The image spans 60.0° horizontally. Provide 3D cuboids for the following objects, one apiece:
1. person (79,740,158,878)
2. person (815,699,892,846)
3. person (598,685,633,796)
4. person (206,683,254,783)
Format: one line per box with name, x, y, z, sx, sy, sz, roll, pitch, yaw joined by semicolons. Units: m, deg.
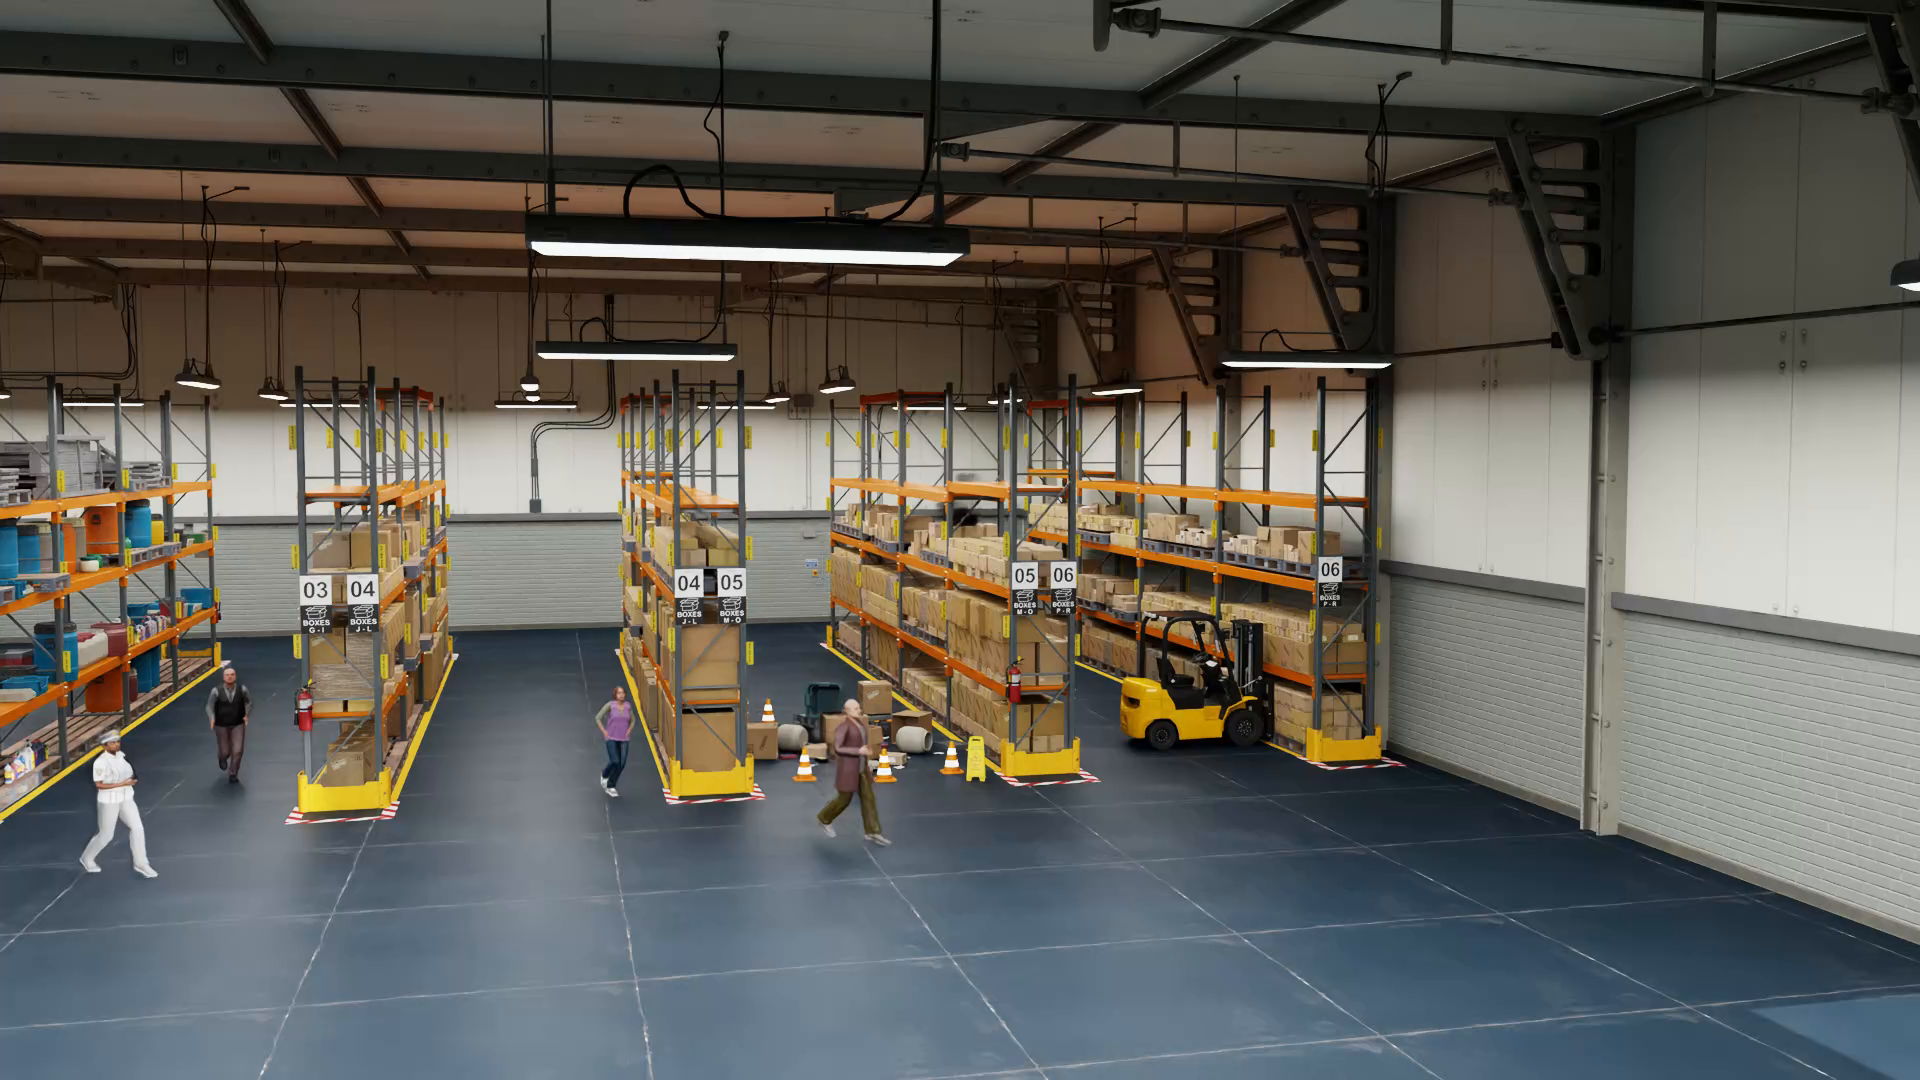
person;-9.668;3.035;19.079;0.935;1.665;0.583;1;4;20
person;-1.348;2.861;20.571;1.054;1.792;0.710;2;4;31
person;-4.837;2.828;23.444;0.518;1.554;0.481;-2;4;-32
person;-10.748;2.807;24.497;0.647;1.484;0.622;-2;4;-28
